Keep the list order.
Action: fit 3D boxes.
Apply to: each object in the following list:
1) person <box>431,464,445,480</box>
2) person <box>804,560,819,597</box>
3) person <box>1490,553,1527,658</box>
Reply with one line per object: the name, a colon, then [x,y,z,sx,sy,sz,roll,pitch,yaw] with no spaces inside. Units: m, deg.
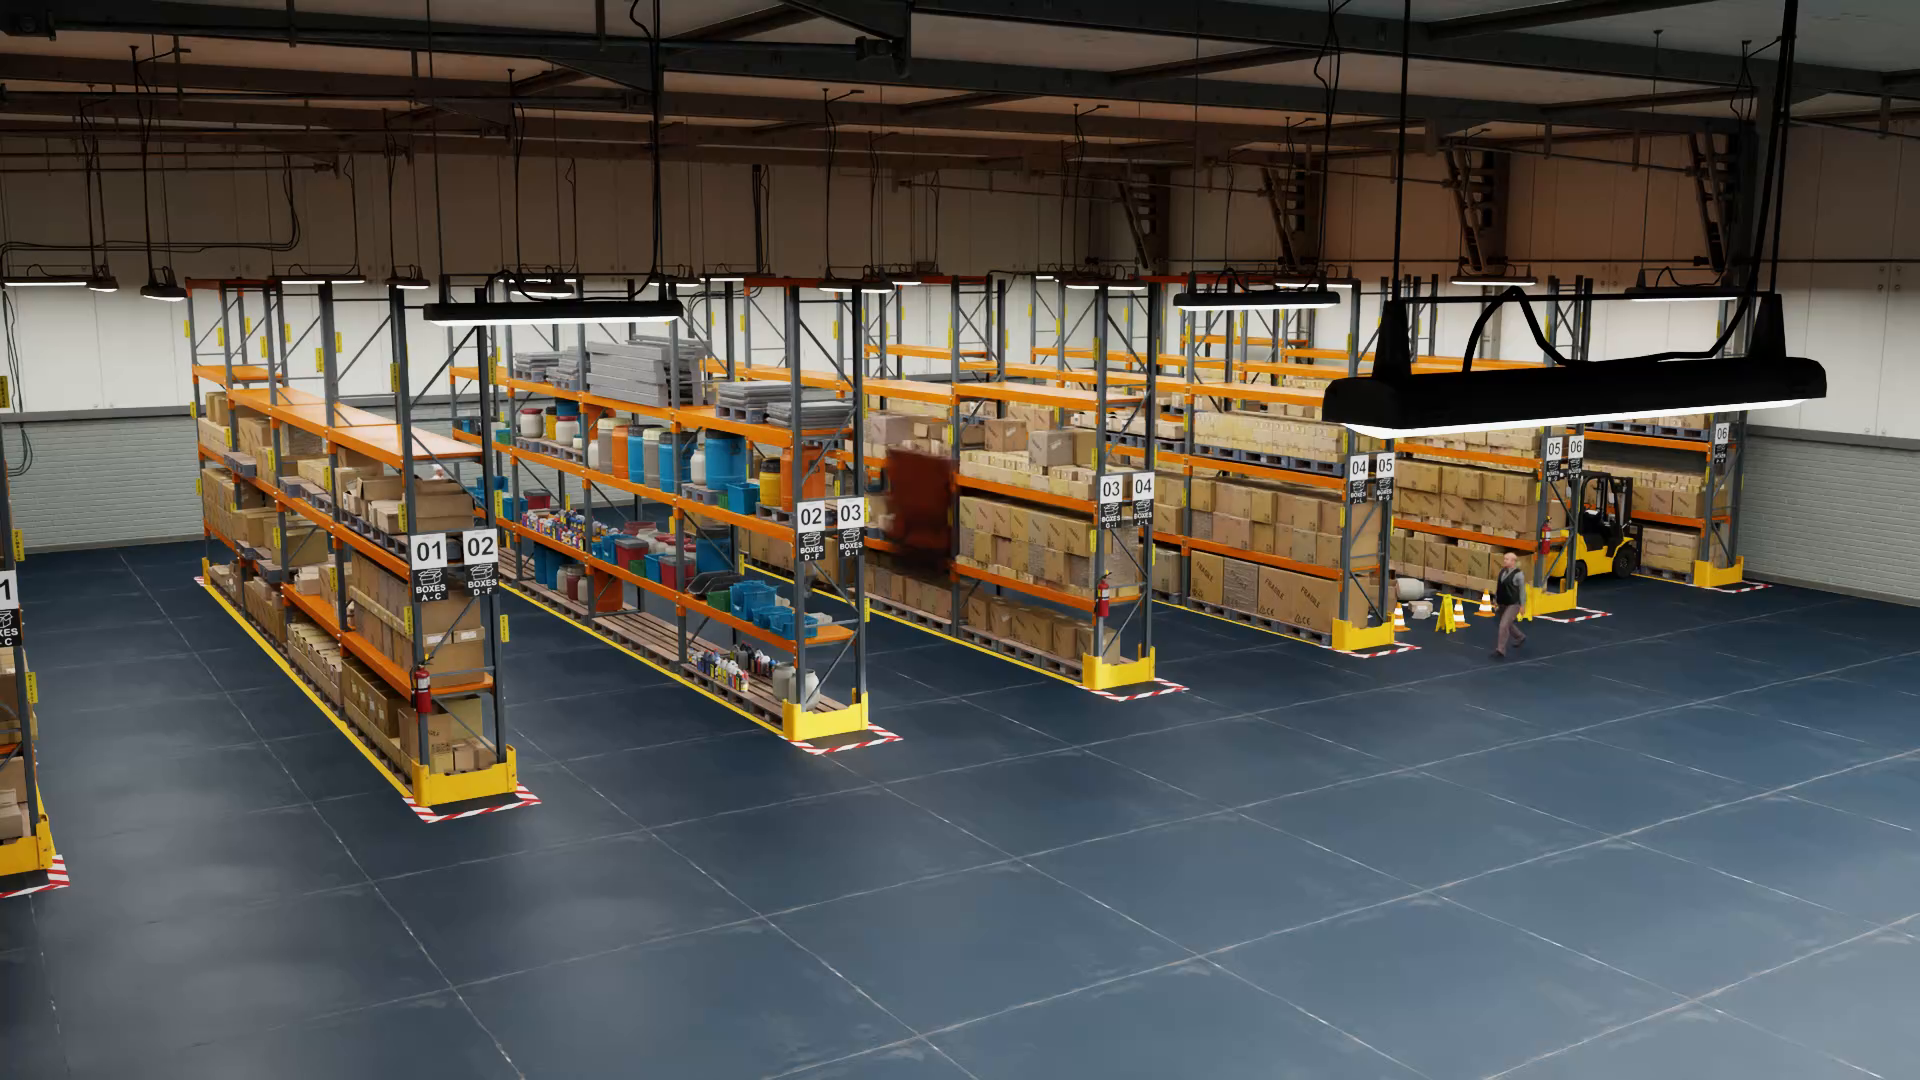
person: [-11.850,-0.861,37.713,0.680,1.778,0.528,-2,10,-10]
person: [-2.755,0.259,30.008,0.612,1.601,0.692,-4,10,-23]
person: [8.876,1.036,26.778,0.999,1.682,0.543,-6,11,-30]
